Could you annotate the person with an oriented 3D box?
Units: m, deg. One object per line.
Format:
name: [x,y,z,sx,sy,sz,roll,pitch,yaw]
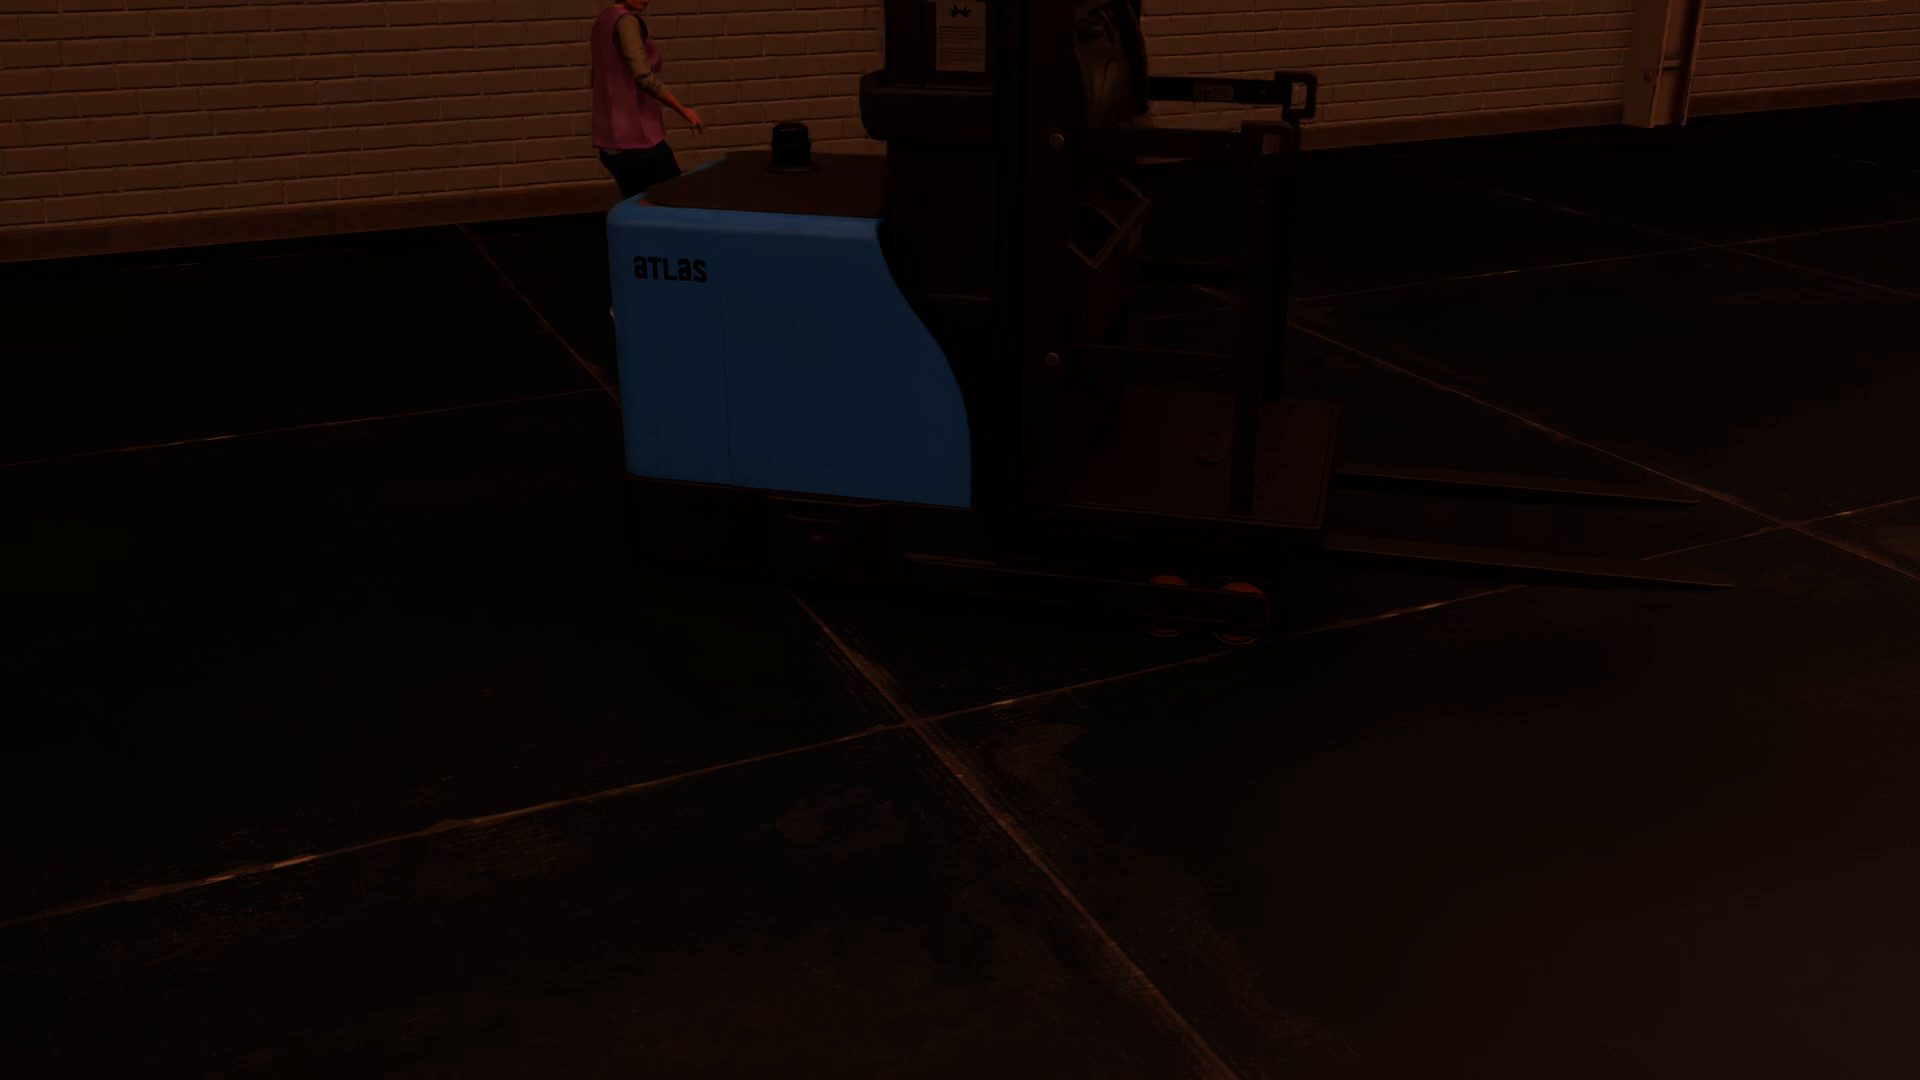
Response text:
person: [-1.403,-1.744,7.303,0.449,1.557,0.632,-18,29,-37]

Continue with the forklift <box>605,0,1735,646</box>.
forklift: [0.595,-1.298,4.410,3.031,2.935,1.130,6,23,13]
